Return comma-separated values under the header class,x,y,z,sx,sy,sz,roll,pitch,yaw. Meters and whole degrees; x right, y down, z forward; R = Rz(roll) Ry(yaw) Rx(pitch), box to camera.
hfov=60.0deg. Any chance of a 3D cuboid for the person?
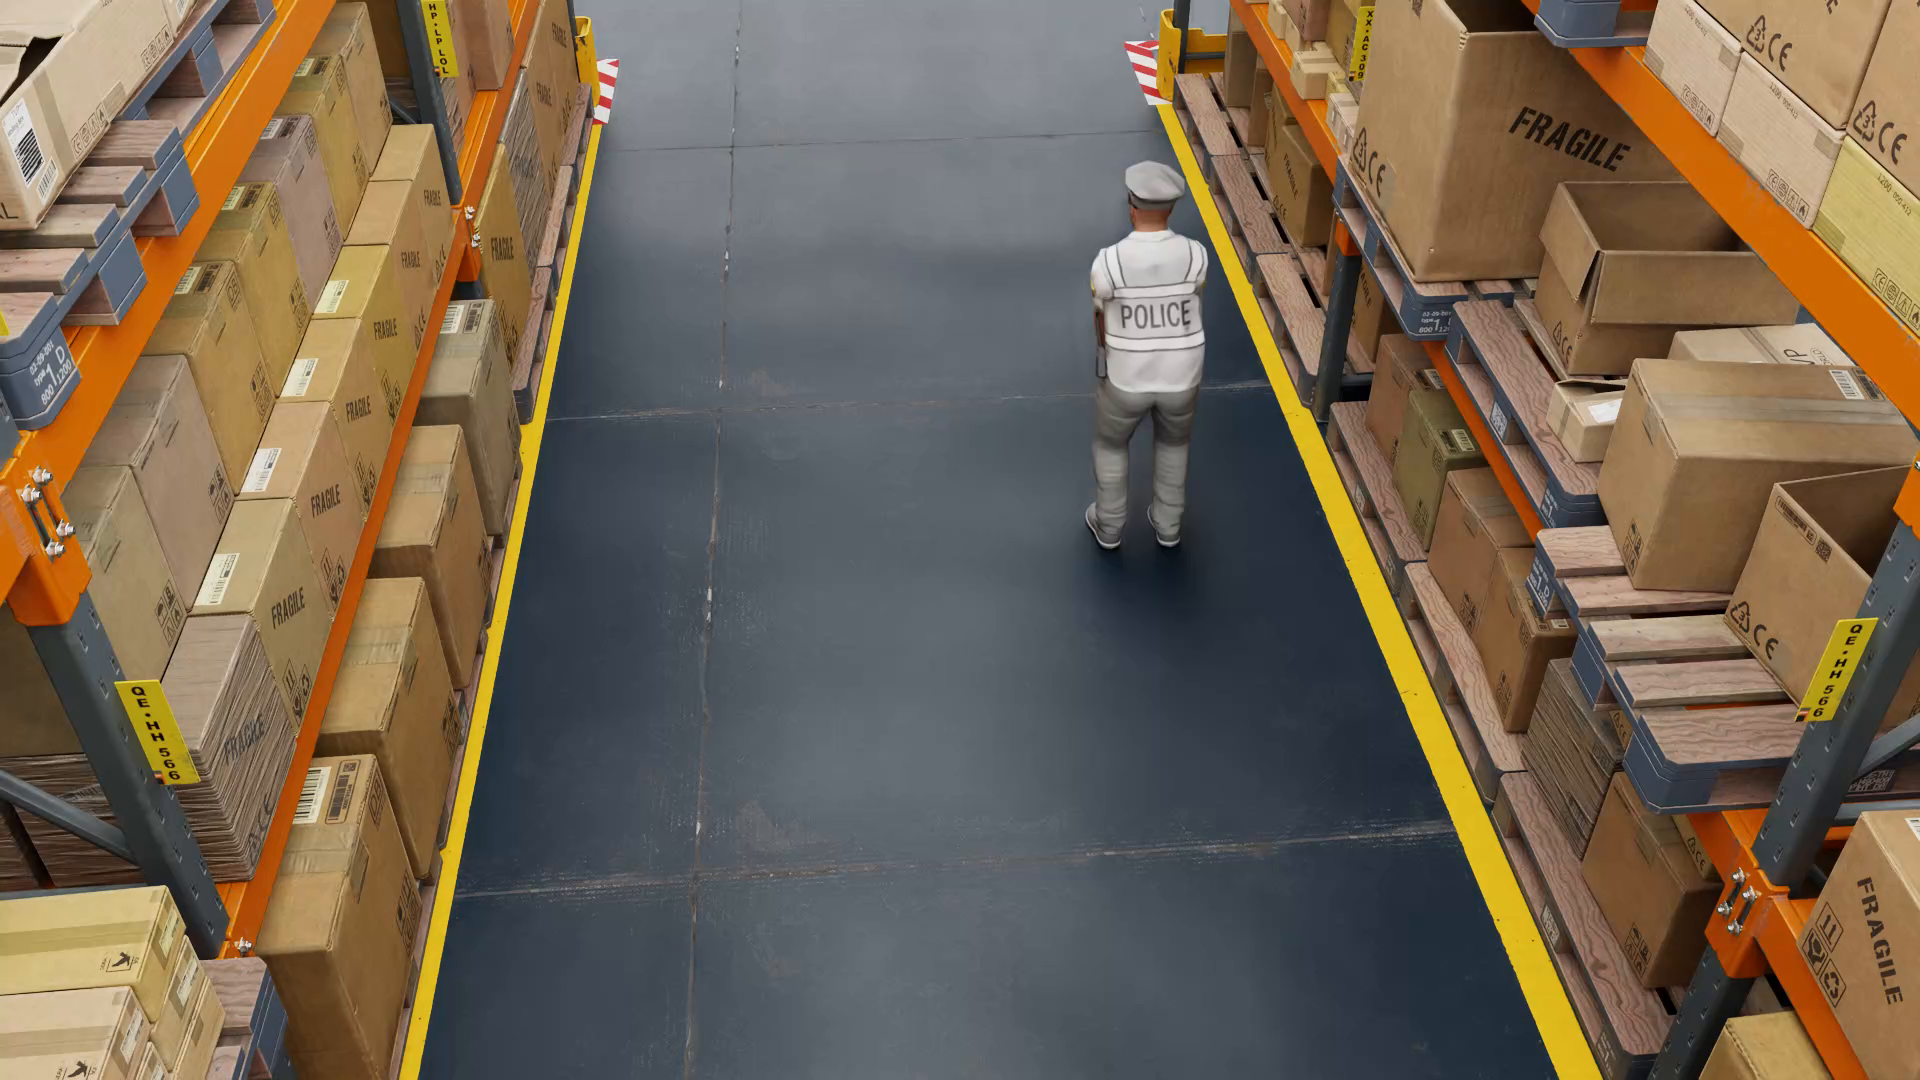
class,x,y,z,sx,sy,sz,roll,pitch,yaw
person,0.775,-0.764,7.086,0.490,1.772,0.567,-3,39,-4
